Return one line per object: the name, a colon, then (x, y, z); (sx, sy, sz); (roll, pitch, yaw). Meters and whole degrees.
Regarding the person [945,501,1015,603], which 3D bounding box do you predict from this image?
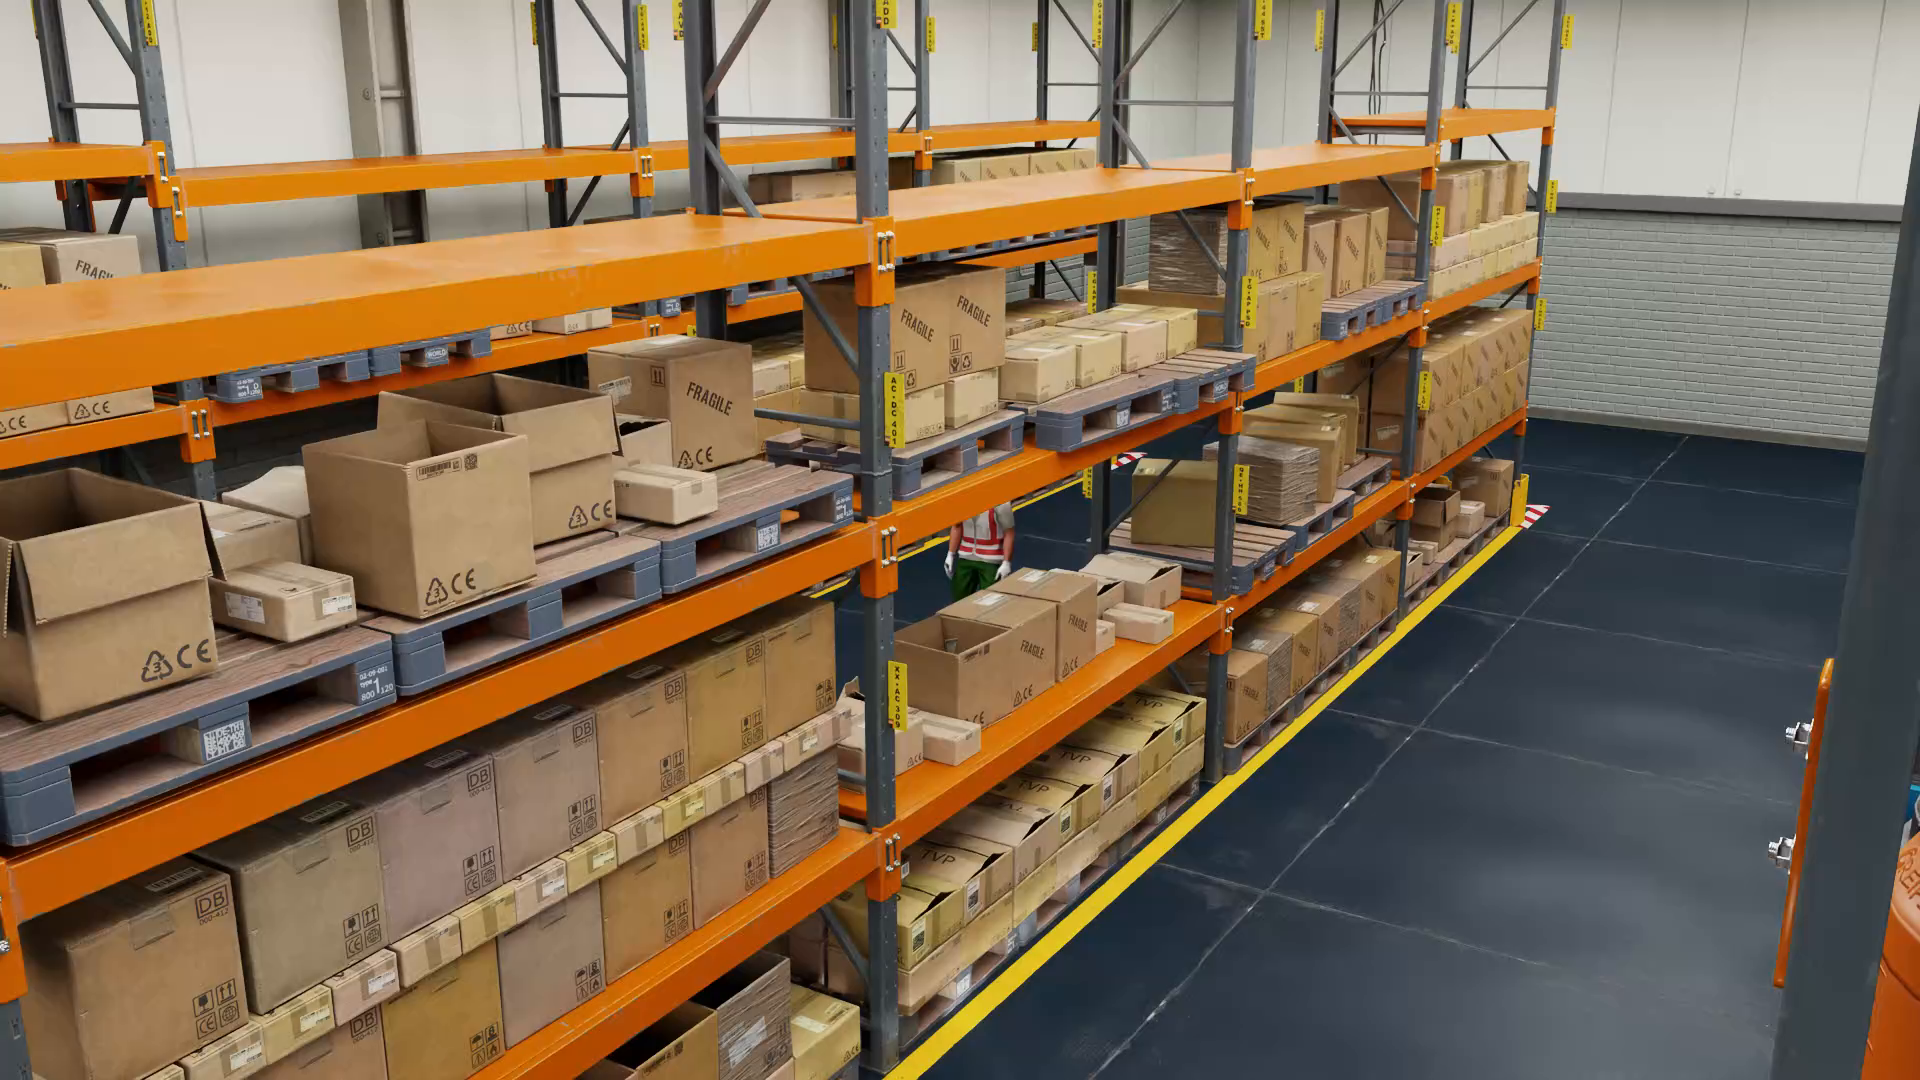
person: (0.151, 0.188, 13.348); (0.592, 1.778, 0.447); (9, 18, 28)
